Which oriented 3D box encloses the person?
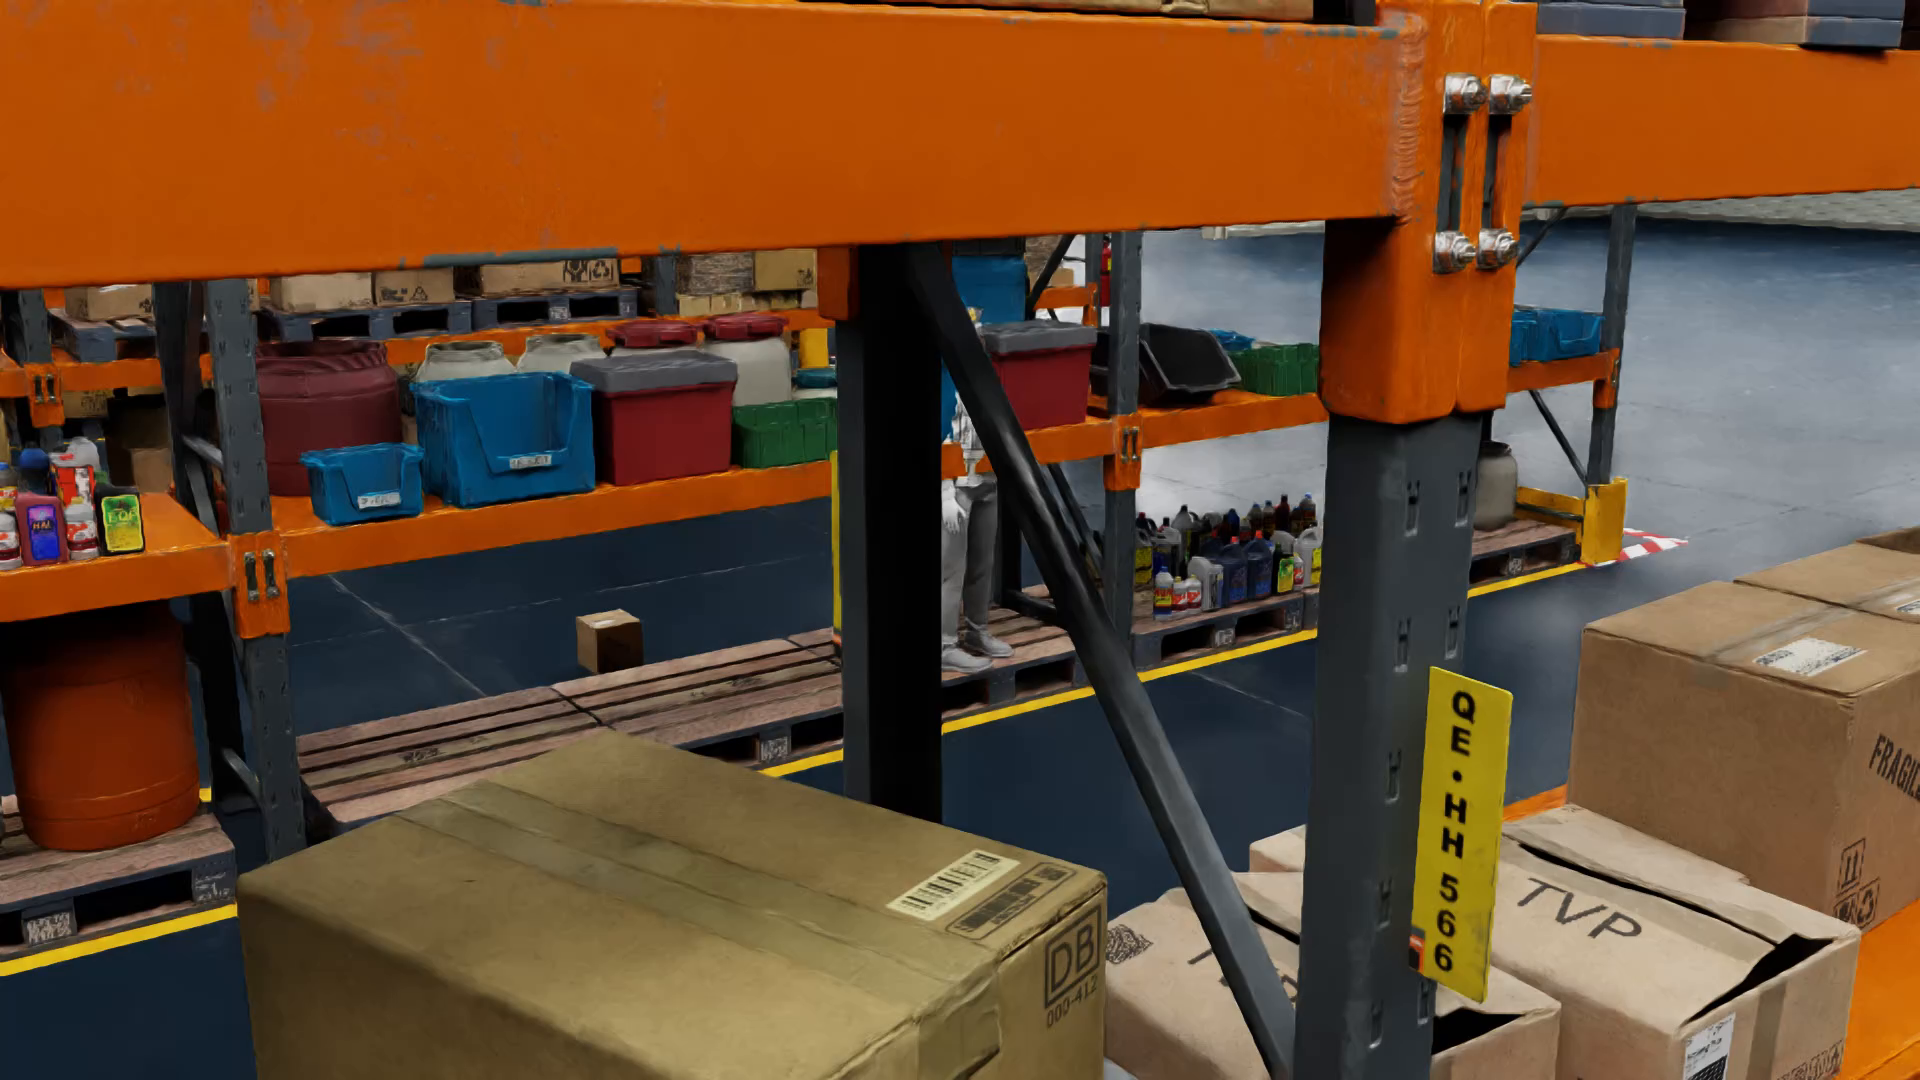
[{"bbox_3d":[0.045,-0.240,7.682,0.362,1.689,0.491,12,19,40],"label":"person"}]
